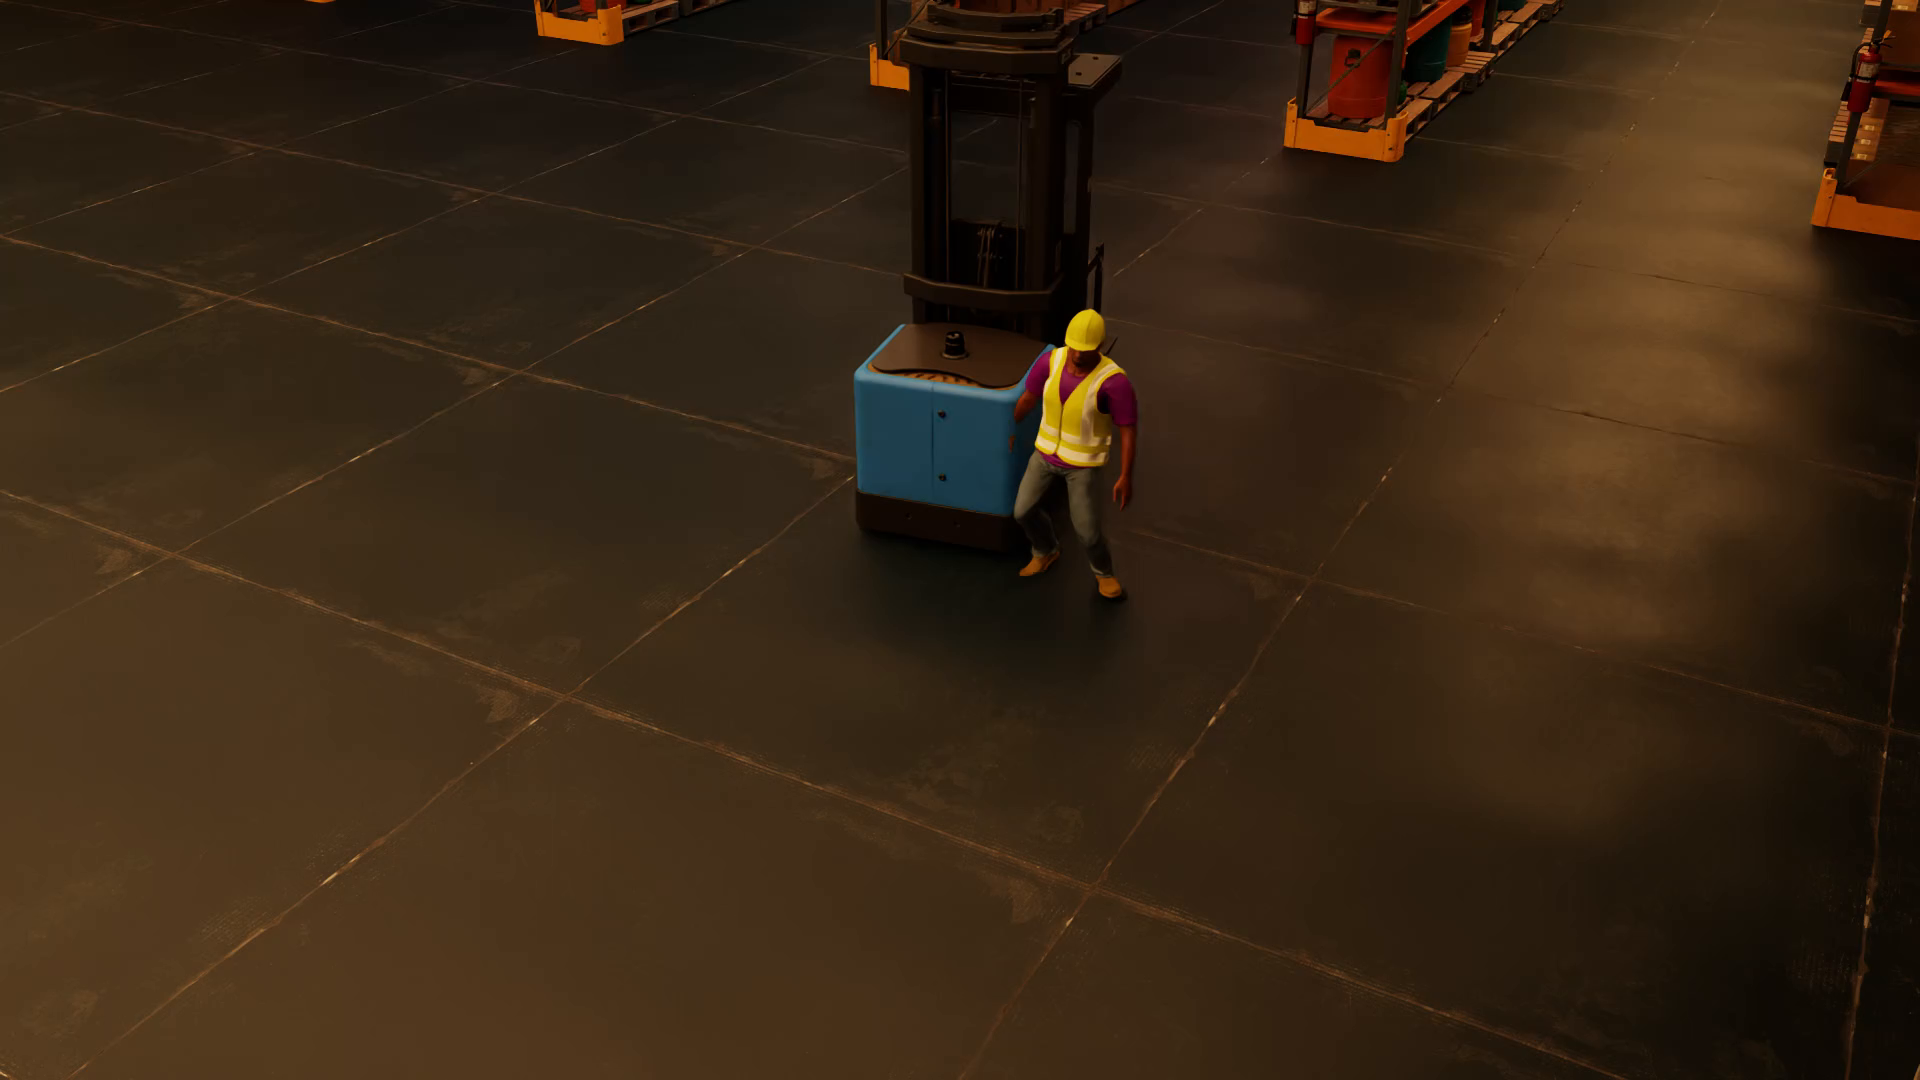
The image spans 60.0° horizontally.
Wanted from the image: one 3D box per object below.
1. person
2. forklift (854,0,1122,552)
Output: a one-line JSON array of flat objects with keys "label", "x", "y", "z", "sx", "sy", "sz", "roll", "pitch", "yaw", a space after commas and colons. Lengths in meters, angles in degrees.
[{"label": "person", "x": 0.596, "y": -0.477, "z": 9.183, "sx": 0.889, "sy": 1.729, "sz": 0.424, "roll": 22, "pitch": 37, "yaw": 33}, {"label": "forklift", "x": 0.335, "y": -1.921, "z": 10.399, "sx": 1.130, "sy": 2.935, "sz": 3.031, "roll": 10, "pitch": 31, "yaw": 16}]
